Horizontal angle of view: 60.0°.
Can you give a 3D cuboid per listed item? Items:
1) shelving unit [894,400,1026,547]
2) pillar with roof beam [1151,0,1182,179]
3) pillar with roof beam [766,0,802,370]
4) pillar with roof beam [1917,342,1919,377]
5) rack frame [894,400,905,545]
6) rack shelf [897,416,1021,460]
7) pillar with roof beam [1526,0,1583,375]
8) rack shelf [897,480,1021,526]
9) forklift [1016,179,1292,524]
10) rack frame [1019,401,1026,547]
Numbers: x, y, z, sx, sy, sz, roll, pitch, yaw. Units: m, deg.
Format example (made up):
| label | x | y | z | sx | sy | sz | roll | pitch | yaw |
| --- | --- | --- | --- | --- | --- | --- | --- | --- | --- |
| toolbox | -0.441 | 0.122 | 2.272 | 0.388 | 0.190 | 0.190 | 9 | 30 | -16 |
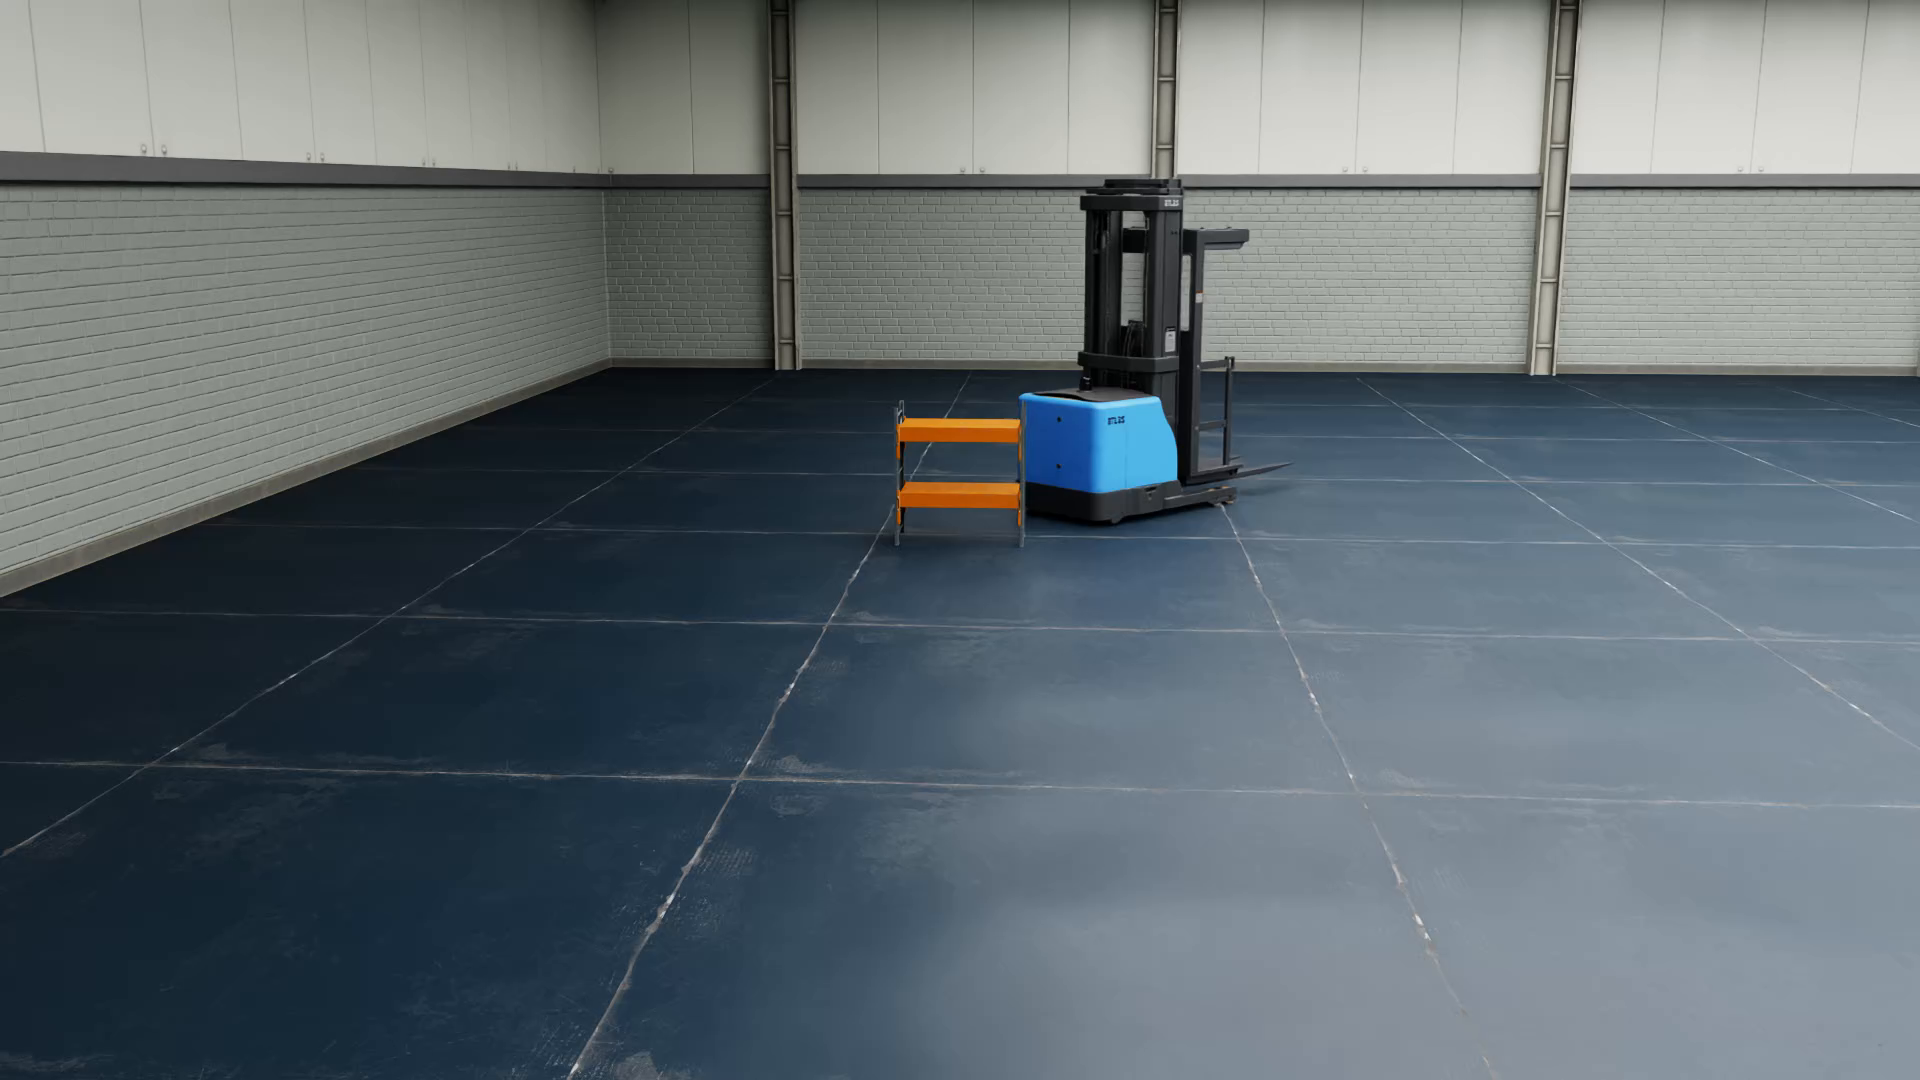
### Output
| label | x | y | z | sx | sy | sz | roll | pitch | yaw |
| --- | --- | --- | --- | --- | --- | --- | --- | --- | --- |
| shelving unit | 0.007 | -0.550 | 13.652 | 1.048 | 1.125 | 0.538 | 1 | 12 | 4 |
| pillar with roof beam | 2.906 | -6.229 | 21.567 | 0.400 | 9.000 | 9.100 | 1 | 12 | 4 |
| pillar with roof beam | -3.081 | -6.311 | 21.959 | 0.400 | 9.000 | 9.100 | 1 | 12 | 4 |
| pillar with roof beam | 14.879 | -6.065 | 20.782 | 0.400 | 9.000 | 9.100 | 1 | 12 | 4 |
| rack frame | -0.500 | -0.557 | 13.686 | 0.032 | 1.125 | 0.500 | 1 | 12 | 4 |
| rack shelf | 0.007 | -0.837 | 13.593 | 1.000 | 0.278 | 0.538 | 1 | 12 | 4 |
| pillar with roof beam | 8.893 | -6.147 | 21.175 | 0.400 | 9.000 | 9.100 | 1 | 12 | 4 |
| rack shelf | 0.007 | -0.311 | 13.703 | 1.000 | 0.278 | 0.538 | 1 | 12 | 4 |
| forklift | 1.919 | -1.808 | 15.253 | 3.031 | 2.935 | 1.130 | -11 | 16 | -42 |
| rack frame | 0.514 | -0.544 | 13.619 | 0.032 | 1.125 | 0.500 | 1 | 12 | 4 |
